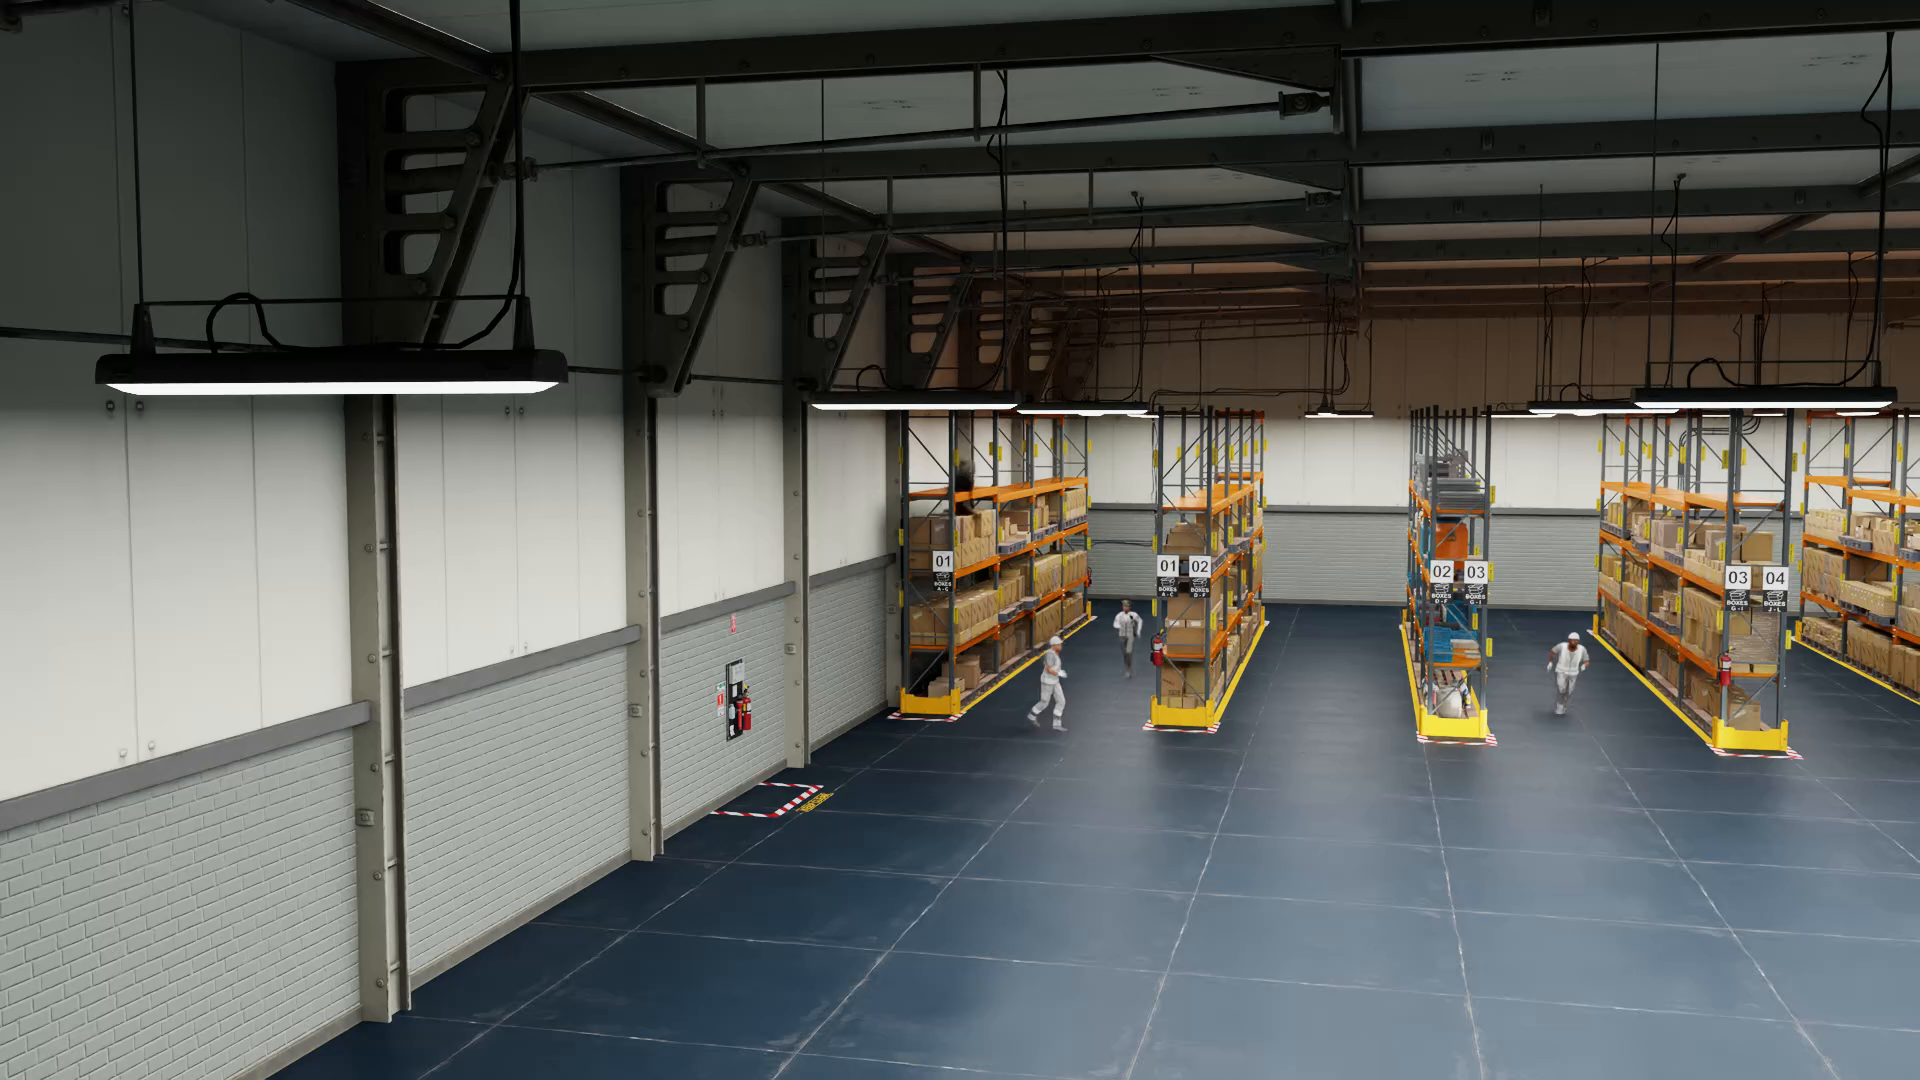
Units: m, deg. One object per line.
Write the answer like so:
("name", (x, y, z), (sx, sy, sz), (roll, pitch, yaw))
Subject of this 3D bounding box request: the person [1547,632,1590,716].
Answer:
("person", (11.770, 2.587, 32.150), (0.707, 1.659, 0.956), (0, 4, 2))

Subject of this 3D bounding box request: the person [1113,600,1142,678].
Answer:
("person", (3.750, 2.203, 37.301), (0.583, 1.746, 0.830), (1, 4, 19))

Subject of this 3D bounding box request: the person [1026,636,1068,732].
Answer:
("person", (1.577, 2.638, 30.603), (0.862, 1.760, 0.614), (2, 5, 25))

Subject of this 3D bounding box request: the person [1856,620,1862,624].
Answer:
("person", (25.222, 1.573, 46.239), (0.760, 1.724, 0.589), (-1, 4, -13))
